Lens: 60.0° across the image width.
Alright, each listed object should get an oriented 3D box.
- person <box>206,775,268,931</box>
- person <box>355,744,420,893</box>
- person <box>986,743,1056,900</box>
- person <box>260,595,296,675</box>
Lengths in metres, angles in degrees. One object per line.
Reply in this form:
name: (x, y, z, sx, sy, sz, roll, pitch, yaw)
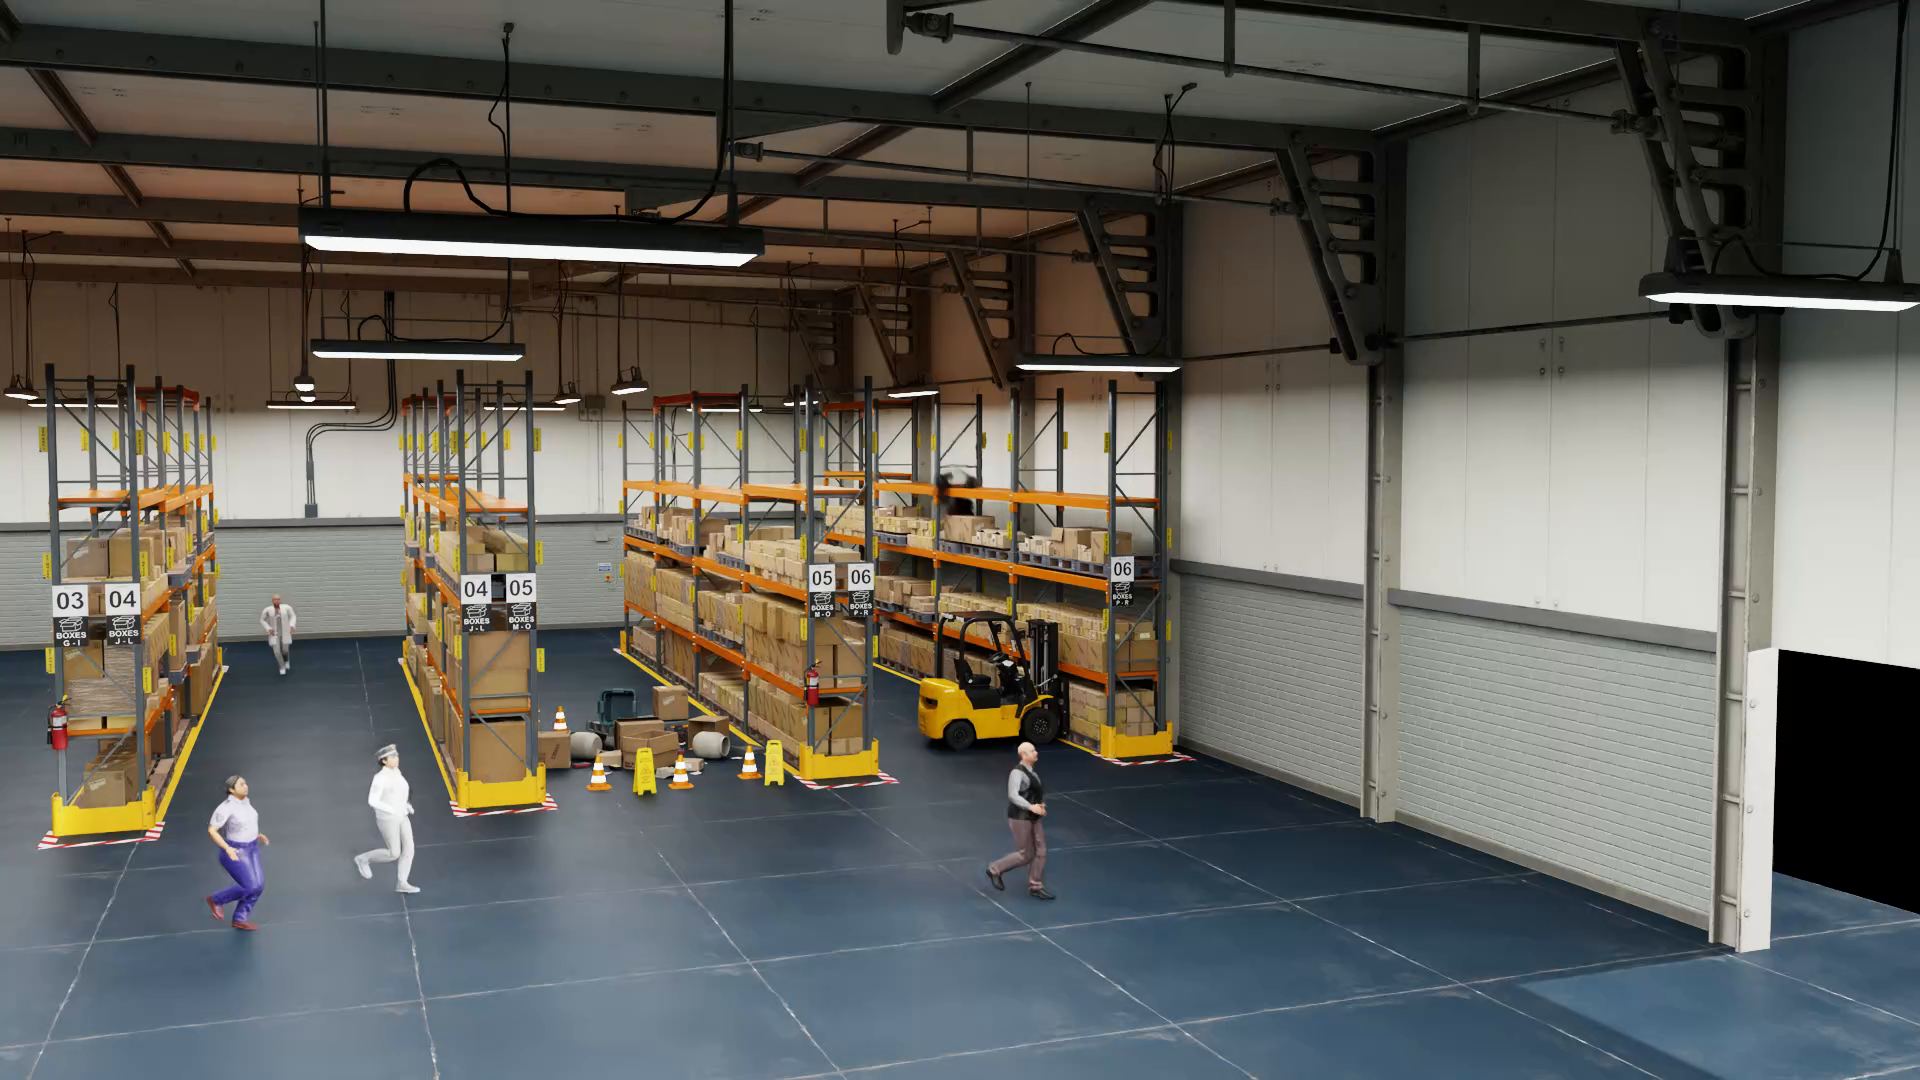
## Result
person: (-7.424, 3.215, 17.092, 0.550, 1.607, 0.615, 0, 3, 7)
person: (-6.348, 3.089, 18.514, 0.742, 1.661, 0.617, 1, 3, 12)
person: (0.688, 3.084, 18.333, 0.772, 1.723, 0.684, 1, 4, 22)
person: (-14.780, 2.034, 36.047, 0.725, 1.730, 0.638, -1, 4, -22)
